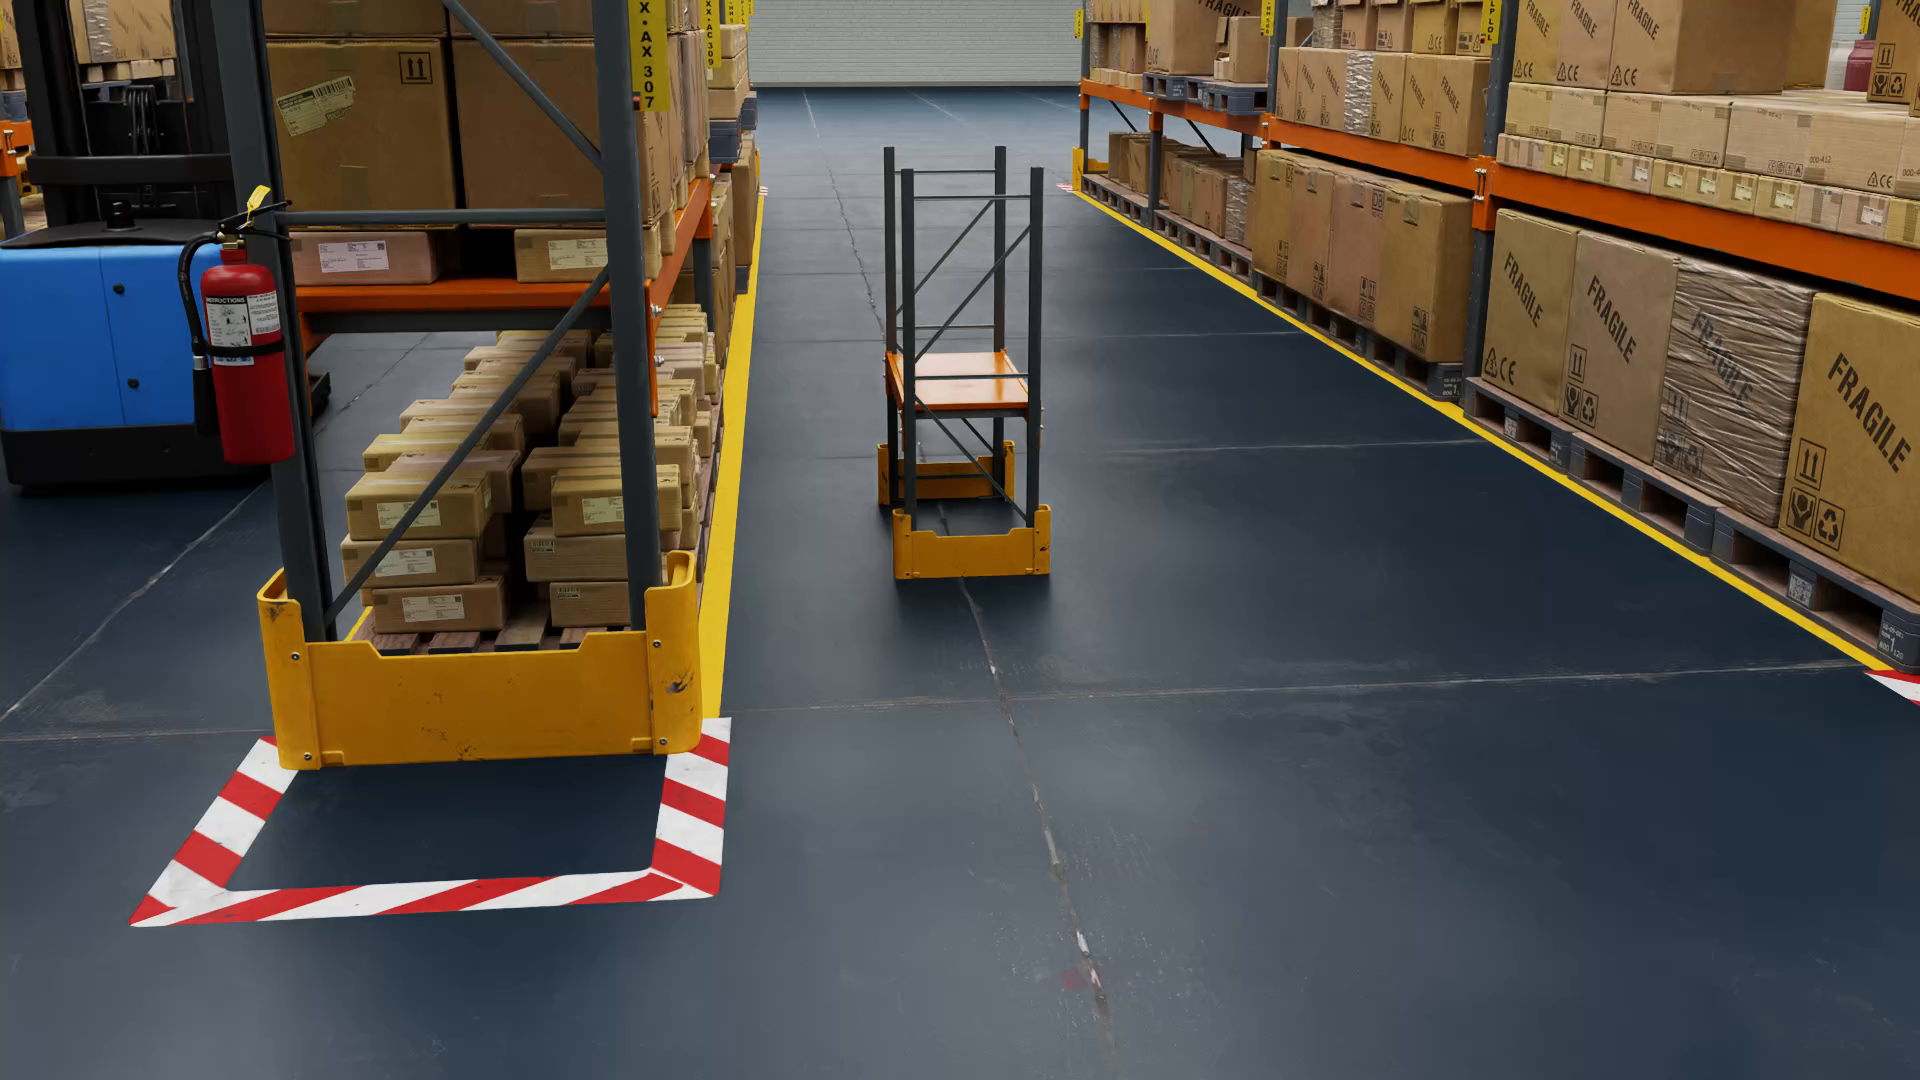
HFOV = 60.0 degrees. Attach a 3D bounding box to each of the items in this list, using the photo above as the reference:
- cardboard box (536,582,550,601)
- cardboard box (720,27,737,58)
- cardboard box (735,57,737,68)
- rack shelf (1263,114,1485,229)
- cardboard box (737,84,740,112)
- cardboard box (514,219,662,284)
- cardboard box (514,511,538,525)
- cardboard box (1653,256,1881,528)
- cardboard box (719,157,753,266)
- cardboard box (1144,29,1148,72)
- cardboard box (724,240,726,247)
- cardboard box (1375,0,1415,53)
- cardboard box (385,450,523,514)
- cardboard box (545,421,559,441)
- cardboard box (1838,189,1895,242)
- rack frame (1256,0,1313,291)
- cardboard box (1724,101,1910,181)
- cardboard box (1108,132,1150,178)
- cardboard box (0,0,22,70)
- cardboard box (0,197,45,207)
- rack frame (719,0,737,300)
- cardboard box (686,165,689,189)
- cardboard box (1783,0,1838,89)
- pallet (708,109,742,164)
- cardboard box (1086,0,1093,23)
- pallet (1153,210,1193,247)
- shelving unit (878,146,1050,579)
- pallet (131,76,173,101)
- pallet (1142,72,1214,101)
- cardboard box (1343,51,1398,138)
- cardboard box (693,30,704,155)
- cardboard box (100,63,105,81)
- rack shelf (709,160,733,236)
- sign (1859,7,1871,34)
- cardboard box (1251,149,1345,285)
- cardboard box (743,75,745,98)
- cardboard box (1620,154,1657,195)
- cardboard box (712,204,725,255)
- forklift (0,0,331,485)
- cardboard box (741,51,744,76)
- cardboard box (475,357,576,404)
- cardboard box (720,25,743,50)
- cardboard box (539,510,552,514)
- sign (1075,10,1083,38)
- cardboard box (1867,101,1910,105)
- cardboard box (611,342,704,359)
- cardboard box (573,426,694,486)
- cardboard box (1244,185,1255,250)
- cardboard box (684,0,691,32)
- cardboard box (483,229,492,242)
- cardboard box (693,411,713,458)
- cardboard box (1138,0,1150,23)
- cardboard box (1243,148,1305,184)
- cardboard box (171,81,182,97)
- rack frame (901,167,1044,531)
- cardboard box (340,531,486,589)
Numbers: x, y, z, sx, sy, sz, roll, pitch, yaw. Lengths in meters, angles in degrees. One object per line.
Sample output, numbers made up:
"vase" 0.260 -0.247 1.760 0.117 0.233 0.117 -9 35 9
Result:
"cardboard box" -1.182 0.084 5.459 0.380 0.149 0.250 -2 18 -6
"cardboard box" -1.334 -2.522 8.426 0.380 0.149 0.250 -1 17 -3
"cardboard box" -1.363 -2.457 8.716 0.380 0.149 0.250 -2 18 -7
"rack shelf" 2.987 -2.401 10.519 1.077 0.370 4.000 -2 18 -6
"cardboard box" -1.390 -2.395 9.015 0.380 0.149 0.250 -2 18 -5
"cardboard box" -1.046 -0.821 4.703 0.380 0.149 0.250 -2 18 -6
"cardboard box" -1.707 -0.052 5.895 0.380 0.149 0.250 -2 18 -5
"cardboard box" 3.366 -0.603 6.436 0.875 0.875 0.875 -2 18 -6
"cardboard box" -2.137 -2.529 12.778 1.050 0.750 0.750 -2 18 -6
"cardboard box" 2.366 -5.008 16.957 0.875 0.500 0.500 -2 18 -6
"cardboard box" -1.687 -1.575 10.158 0.500 0.500 0.500 -1 17 -5
"cardboard box" 2.980 -3.255 10.194 0.797 0.503 0.637 -1 17 -4
"cardboard box" -1.614 -0.184 5.322 0.380 0.149 0.250 -1 17 -5
"cardboard box" -1.862 -0.505 6.841 0.380 0.149 0.250 -2 18 -6
"cardboard box" 3.188 -1.086 5.547 0.380 0.149 0.250 -2 18 -6
"rack frame" 2.781 -3.340 12.310 1.000 3.000 0.127 -2 18 -6
"cardboard box" 3.187 -1.466 6.094 0.500 0.250 0.500 -2 18 -8
"cardboard box" 2.003 -4.545 19.619 0.500 0.500 0.500 1 17 5
"cardboard box" -6.893 -3.566 11.662 0.500 0.500 0.500 -2 18 -7
"cardboard box" -7.282 -2.595 13.622 0.950 0.372 0.625 -1 17 -4
"rack frame" -2.163 -3.217 11.917 1.000 3.000 0.127 -2 18 -6
"cardboard box" -1.326 -1.515 6.916 0.380 0.149 0.250 -3 18 -8
"cardboard box" 3.554 -2.299 7.493 0.500 0.500 0.500 -2 18 -5
"pallet" -1.685 -2.166 8.890 1.003 0.211 1.213 -2 18 -6
"cardboard box" 1.741 -6.218 19.144 0.500 0.500 0.500 -2 18 -6
"pallet" 2.450 -2.970 15.785 1.003 0.211 1.213 -2 18 -6
"shelving unit" -0.008 -0.738 6.525 0.587 1.500 1.083 -2 18 -6
"pallet" -7.555 -3.902 14.419 1.003 0.211 1.213 -2 18 -6
"pallet" 2.302 -4.209 15.395 1.003 0.211 1.213 -2 18 -6
"cardboard box" 2.721 -2.780 10.357 0.500 0.500 0.500 -2 18 -5
"cardboard box" -1.368 -1.925 7.138 0.500 0.500 0.500 -2 18 -7
"cardboard box" -7.146 -3.776 13.414 0.380 0.149 0.250 -2 18 -8
"rack shelf" -1.957 -2.278 10.127 1.077 0.370 4.000 -2 18 -6
"sign" 11.257 -6.464 20.682 0.100 0.325 0.005 -2 18 -6
"cardboard box" 2.831 -2.321 11.908 1.225 0.875 0.875 -3 18 -8
"cardboard box" -1.553 -2.860 10.497 0.380 0.149 0.250 -3 18 -8
"cardboard box" 3.027 -1.544 7.008 0.380 0.149 0.250 -2 17 -5
"cardboard box" -1.622 -1.778 9.553 0.500 0.250 0.500 -1 17 -4
"forklift" -3.924 -2.036 8.270 1.130 2.935 3.031 -4 18 -11
"cardboard box" -1.524 -2.922 10.200 0.380 0.149 0.250 -1 17 -4
"cardboard box" -1.772 -0.649 6.801 0.380 0.149 0.250 -3 18 -8
"cardboard box" -1.526 -3.065 10.156 0.380 0.149 0.250 -1 17 -3
"cardboard box" -1.222 -0.134 5.656 0.380 0.149 0.250 -2 17 -5
"sign" 1.416 -6.120 19.718 0.100 0.325 0.005 -2 18 -6
"cardboard box" 3.716 -1.483 6.147 0.500 0.250 0.500 -2 18 -7
"cardboard box" -1.288 -0.745 7.108 0.380 0.149 0.250 -3 18 -8
"cardboard box" -1.101 -0.282 5.633 0.380 0.149 0.250 -2 18 -6
"cardboard box" 2.692 -2.557 13.252 0.700 0.500 0.500 -3 18 -9
"cardboard box" -1.336 -2.254 6.515 0.500 0.500 0.500 -1 17 -4
"cardboard box" -1.732 -1.027 5.361 0.380 0.149 0.250 -1 17 -4
"cardboard box" -1.265 -0.451 7.165 0.380 0.149 0.250 -2 18 -6
"cardboard box" 2.048 -5.324 16.296 0.500 0.500 0.500 -2 18 -6
"cardboard box" 2.617 -3.072 13.641 0.500 0.250 0.500 0 17 1
"cardboard box" -7.203 -4.210 15.499 0.380 0.149 0.250 -2 18 -6
"rack frame" 0.044 -0.590 6.051 0.500 1.500 0.032 -2 18 -6
"cardboard box" -1.677 0.036 5.118 0.380 0.149 0.250 -2 18 -7
